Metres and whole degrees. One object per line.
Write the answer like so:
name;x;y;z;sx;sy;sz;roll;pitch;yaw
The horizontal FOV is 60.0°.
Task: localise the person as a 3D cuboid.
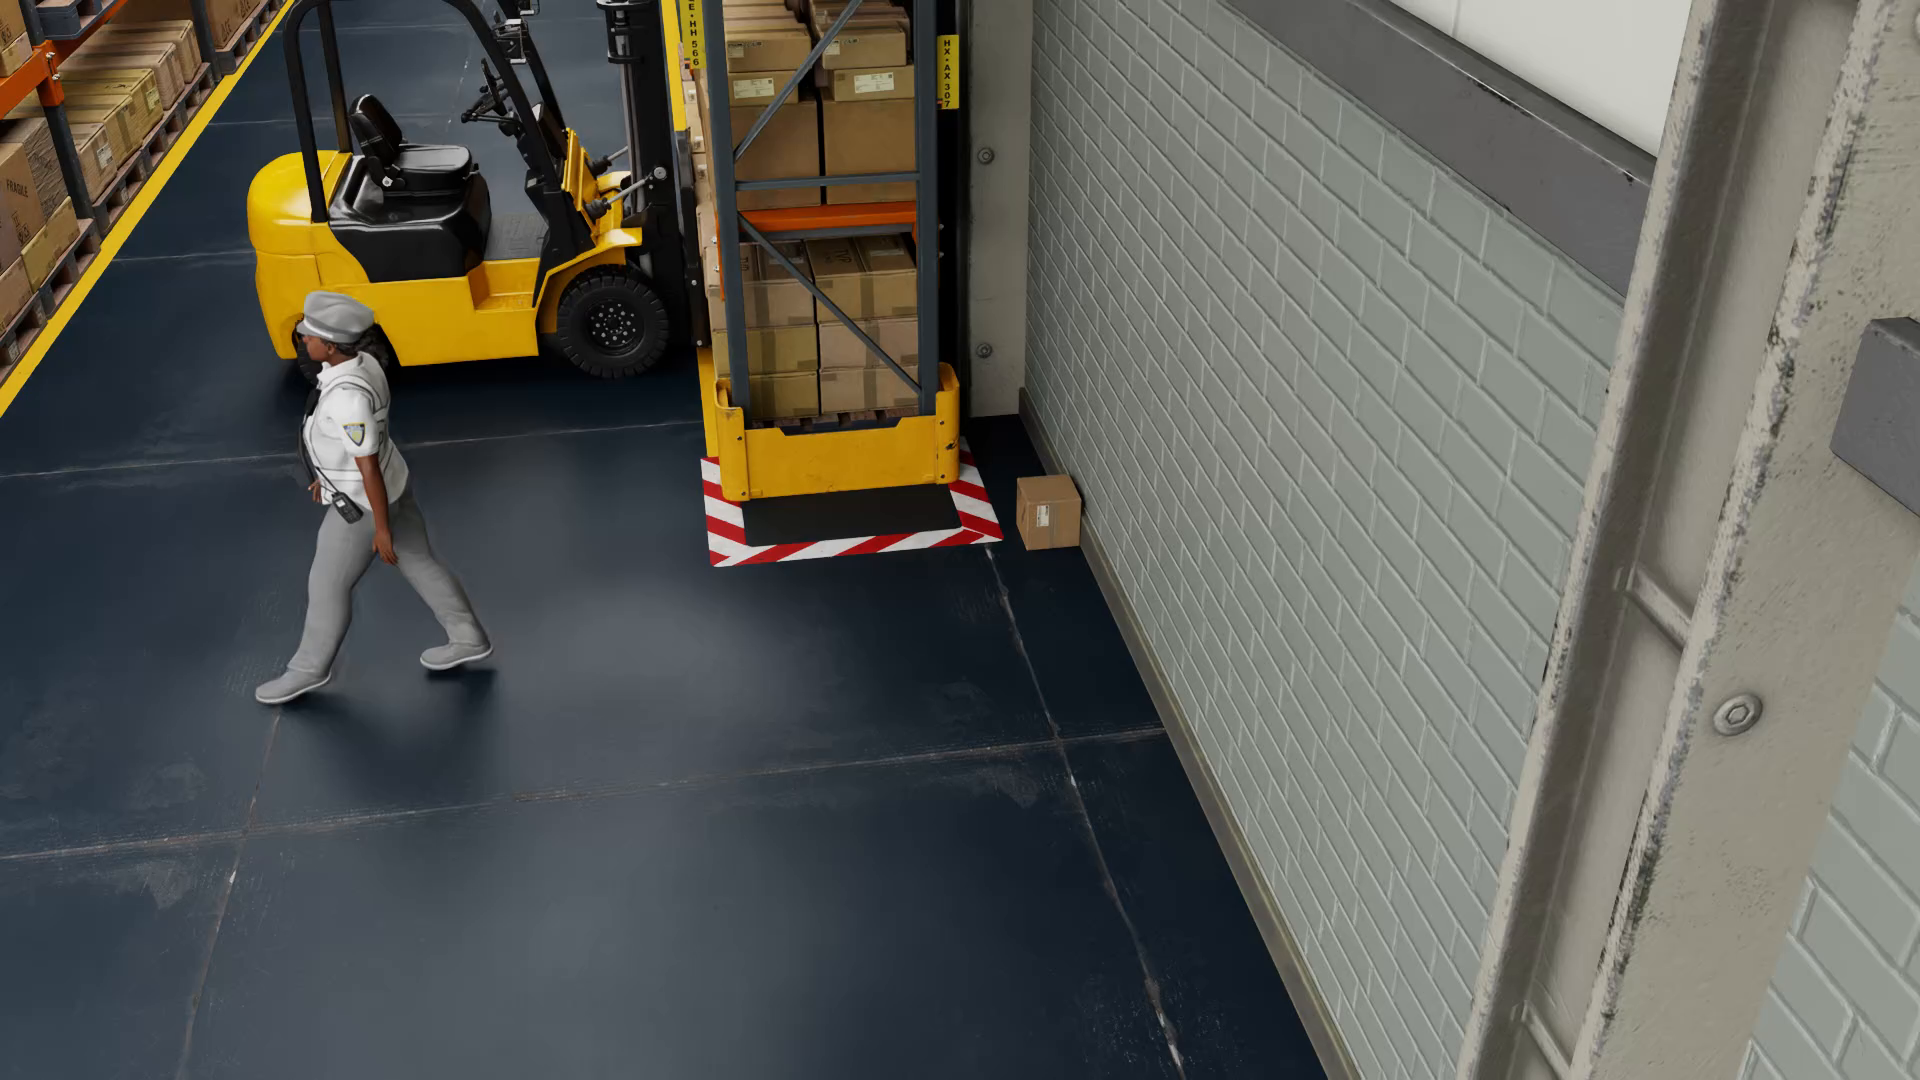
person;-2.369;-0.175;6.375;0.911;1.651;0.483;-3;31;-5
